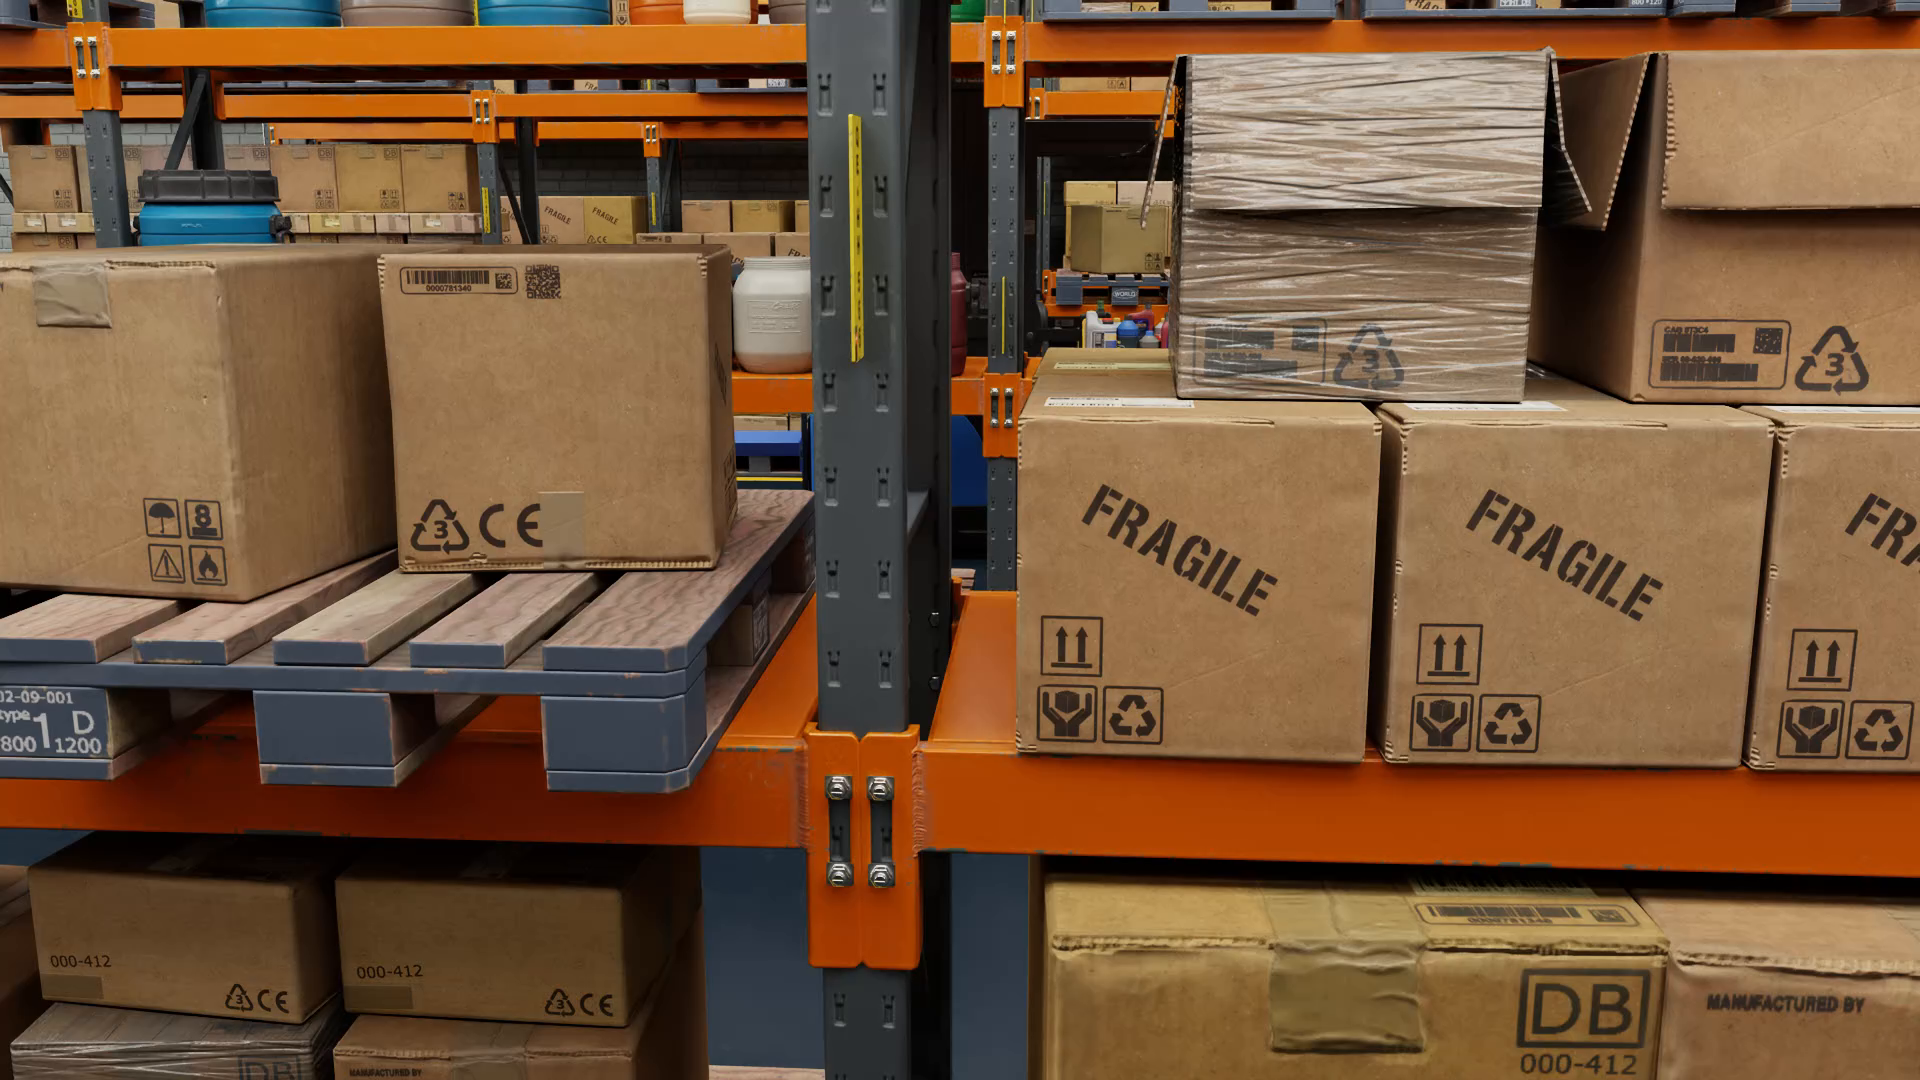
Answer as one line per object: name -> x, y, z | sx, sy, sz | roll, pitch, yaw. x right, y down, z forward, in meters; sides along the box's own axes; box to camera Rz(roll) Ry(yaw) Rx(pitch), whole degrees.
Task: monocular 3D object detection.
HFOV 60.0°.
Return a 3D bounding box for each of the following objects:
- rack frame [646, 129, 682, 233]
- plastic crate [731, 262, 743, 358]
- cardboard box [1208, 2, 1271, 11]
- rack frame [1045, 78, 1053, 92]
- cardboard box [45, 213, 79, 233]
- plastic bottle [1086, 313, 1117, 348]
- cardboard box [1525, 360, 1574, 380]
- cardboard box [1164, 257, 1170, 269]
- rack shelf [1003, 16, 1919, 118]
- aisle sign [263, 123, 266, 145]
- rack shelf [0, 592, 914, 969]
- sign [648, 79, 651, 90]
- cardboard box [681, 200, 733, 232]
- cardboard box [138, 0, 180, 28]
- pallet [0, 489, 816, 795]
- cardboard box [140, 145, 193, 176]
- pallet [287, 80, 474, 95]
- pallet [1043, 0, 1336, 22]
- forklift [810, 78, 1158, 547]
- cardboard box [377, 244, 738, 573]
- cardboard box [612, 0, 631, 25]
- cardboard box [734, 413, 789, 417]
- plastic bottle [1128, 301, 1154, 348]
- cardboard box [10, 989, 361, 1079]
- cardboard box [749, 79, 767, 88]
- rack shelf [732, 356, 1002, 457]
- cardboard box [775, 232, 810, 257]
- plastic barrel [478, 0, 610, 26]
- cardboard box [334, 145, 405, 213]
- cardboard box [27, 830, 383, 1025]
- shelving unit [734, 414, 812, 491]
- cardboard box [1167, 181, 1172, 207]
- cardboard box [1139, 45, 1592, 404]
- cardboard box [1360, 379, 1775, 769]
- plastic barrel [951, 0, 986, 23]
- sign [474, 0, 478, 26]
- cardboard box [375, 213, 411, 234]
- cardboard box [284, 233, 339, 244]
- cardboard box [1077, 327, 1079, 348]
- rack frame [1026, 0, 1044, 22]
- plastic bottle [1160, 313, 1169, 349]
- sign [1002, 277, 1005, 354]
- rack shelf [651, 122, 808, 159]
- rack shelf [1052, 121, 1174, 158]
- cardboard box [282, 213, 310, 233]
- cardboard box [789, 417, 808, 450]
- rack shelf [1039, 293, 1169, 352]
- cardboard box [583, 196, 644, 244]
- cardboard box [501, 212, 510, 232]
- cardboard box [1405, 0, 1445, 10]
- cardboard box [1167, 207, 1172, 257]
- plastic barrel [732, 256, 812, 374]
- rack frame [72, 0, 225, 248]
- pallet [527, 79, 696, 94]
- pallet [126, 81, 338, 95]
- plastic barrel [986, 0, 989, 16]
rack frame -> -3.111, -3.081, 17.672 | 0.127, 3.000, 1.000 | 1, 12, 4
plastic crate -> -1.374, -1.119, 8.133 | 0.583, 0.464, 0.402 | 1, 12, 4
cardboard box -> 2.005, -4.000, 12.051 | 0.500, 0.500, 0.500 | 1, 12, 4
rack frame -> 0.880, -5.963, 16.796 | 0.127, 3.000, 1.000 | 1, 12, 4
cardboard box -> -6.789, -2.438, 12.769 | 0.250, 0.149, 0.380 | 0, 12, 2
plastic bottle -> 0.628, -0.870, 7.404 | 0.135, 0.276, 0.152 | 1, 12, 4
cardboard box -> 0.893, -0.076, 3.059 | 0.500, 0.500, 0.500 | 1, 12, 3
cardboard box -> 2.222, -2.855, 17.157 | 0.250, 0.149, 0.380 | 1, 12, 5
rack shelf -> 2.213, -2.091, 7.371 | 4.000, 0.370, 1.077 | 1, 12, 4
aisle sign -> -7.194, -4.348, 17.380 | 0.004, 0.787, 0.394 | 1, 12, 4
rack shelf -> -2.109, 0.334, 3.102 | 4.000, 0.370, 1.077 | 1, 12, 4
sign -> -3.140, -4.692, 16.782 | 0.005, 0.325, 0.100 | 1, 12, 4
cardboard box -> -2.606, -3.332, 17.550 | 0.500, 0.500, 0.700 | 1, 12, 4
cardboard box -> -5.791, -3.837, 12.346 | 0.500, 0.500, 0.500 | 1, 12, 4
pallet -> -0.831, 0.115, 2.860 | 1.003, 0.211, 1.213 | 1, 12, 4
cardboard box -> -5.884, -2.785, 12.845 | 0.500, 0.500, 0.700 | 1, 12, 4
pallet -> -4.291, -3.500, 12.567 | 1.213, 0.211, 1.003 | 1, 12, 4
pallet -> 0.974, -2.348, 7.302 | 1.213, 0.211, 1.003 | 1, 12, 4
forklift -> 0.627, -1.436, 9.973 | 3.031, 2.935, 1.130 | 0, 12, 0
cardboard box -> -0.655, -0.245, 2.841 | 0.500, 0.500, 0.500 | -1, 12, -3
cardboard box -> -2.256, -4.017, 12.329 | 0.500, 0.500, 0.500 | 2, 12, 9
cardboard box -> -1.509, -1.126, 12.646 | 0.500, 0.311, 0.500 | 1, 12, 5
plastic bottle -> 0.880, -1.024, 8.122 | 0.133, 0.283, 0.061 | 1, 12, 4
cardboard box -> -1.337, 1.007, 3.157 | 0.500, 0.500, 0.700 | 0, 12, -1
cardboard box -> -1.957, -4.679, 17.177 | 0.500, 0.311, 0.500 | 1, 12, 6
rack shelf -> -1.778, -0.678, 7.940 | 4.000, 0.370, 1.077 | 1, 12, 4
cardboard box -> -1.123, -2.083, 12.656 | 0.500, 0.500, 0.500 | 0, 12, 1
plastic barrel -> -1.946, -2.790, 7.732 | 0.708, 0.901, 0.600 | 1, 12, 4
cardboard box -> -4.386, -2.765, 12.746 | 0.500, 0.500, 0.700 | 1, 12, 4
cardboard box -> -1.314, 0.642, 3.071 | 0.500, 0.250, 0.500 | 2, 12, 10
shelving unit -> -1.434, -0.726, 10.074 | 1.048, 1.500, 0.538 | 0, 12, 0
cardboard box -> 2.351, -3.526, 16.946 | 0.500, 0.250, 0.500 | 1, 12, 4
cardboard box -> 0.615, -0.517, 2.721 | 0.637, 0.503, 0.797 | 1, 12, 6
cardboard box -> 0.868, 0.029, 2.559 | 0.500, 0.500, 0.500 | 0, 12, 2
plastic barrel -> -0.032, -2.388, 7.410 | 0.294, 0.245, 0.294 | 0, 12, 0
sign -> -3.474, -3.716, 11.924 | 0.005, 0.325, 0.100 | 1, 12, 4
cardboard box -> -4.232, -2.403, 12.599 | 0.250, 0.149, 0.380 | 0, 12, 2
cardboard box -> -4.909, -2.137, 12.912 | 0.500, 0.500, 0.700 | 1, 12, 5
cardboard box -> 1.605, -2.143, 17.412 | 0.750, 0.750, 0.750 | 1, 12, 3
rack frame -> 0.552, -4.951, 11.958 | 0.127, 3.000, 1.000 | 1, 12, 4
plastic bottle -> 0.953, -0.860, 7.337 | 0.133, 0.283, 0.061 | 1, 12, 4
sign -> 0.188, -0.970, 7.181 | 0.005, 0.325, 0.100 | 1, 12, 4
rack shelf -> -1.116, -4.170, 17.308 | 4.000, 0.370, 1.077 | 1, 12, 4
rack shelf -> 2.875, -4.115, 17.046 | 4.000, 0.370, 1.077 | 1, 12, 4
cardboard box -> -4.991, -2.413, 12.651 | 0.250, 0.149, 0.380 | 1, 12, 5
cardboard box -> -1.005, -0.845, 12.673 | 0.500, 0.250, 0.500 | 1, 12, 5
rack shelf -> 2.548, -1.635, 12.515 | 4.000, 0.370, 1.077 | 1, 12, 4
cardboard box -> -3.604, -3.328, 17.338 | 0.500, 0.500, 0.500 | 1, 12, 4
cardboard box -> -3.694, -2.479, 12.964 | 0.250, 0.149, 0.380 | 1, 12, 4
cardboard box -> 3.377, -3.758, 12.067 | 0.600, 0.600, 0.600 | 1, 12, 3
cardboard box -> 2.364, -3.156, 17.009 | 0.500, 0.500, 0.500 | 1, 12, 4
plastic barrel -> -0.823, -1.028, 7.582 | 0.421, 0.512, 0.421 | 0, 12, 0
rack frame -> -3.773, -1.057, 7.997 | 0.127, 3.000, 1.000 | 1, 12, 4
pallet -> -2.558, -3.434, 12.502 | 1.217, 0.209, 0.805 | 0, 12, 1
pallet -> -5.505, -3.518, 12.649 | 1.213, 0.211, 1.003 | 1, 12, 4
plastic barrel -> -0.072, -2.592, 7.736 | 0.421, 0.512, 0.421 | 0, 12, 0
